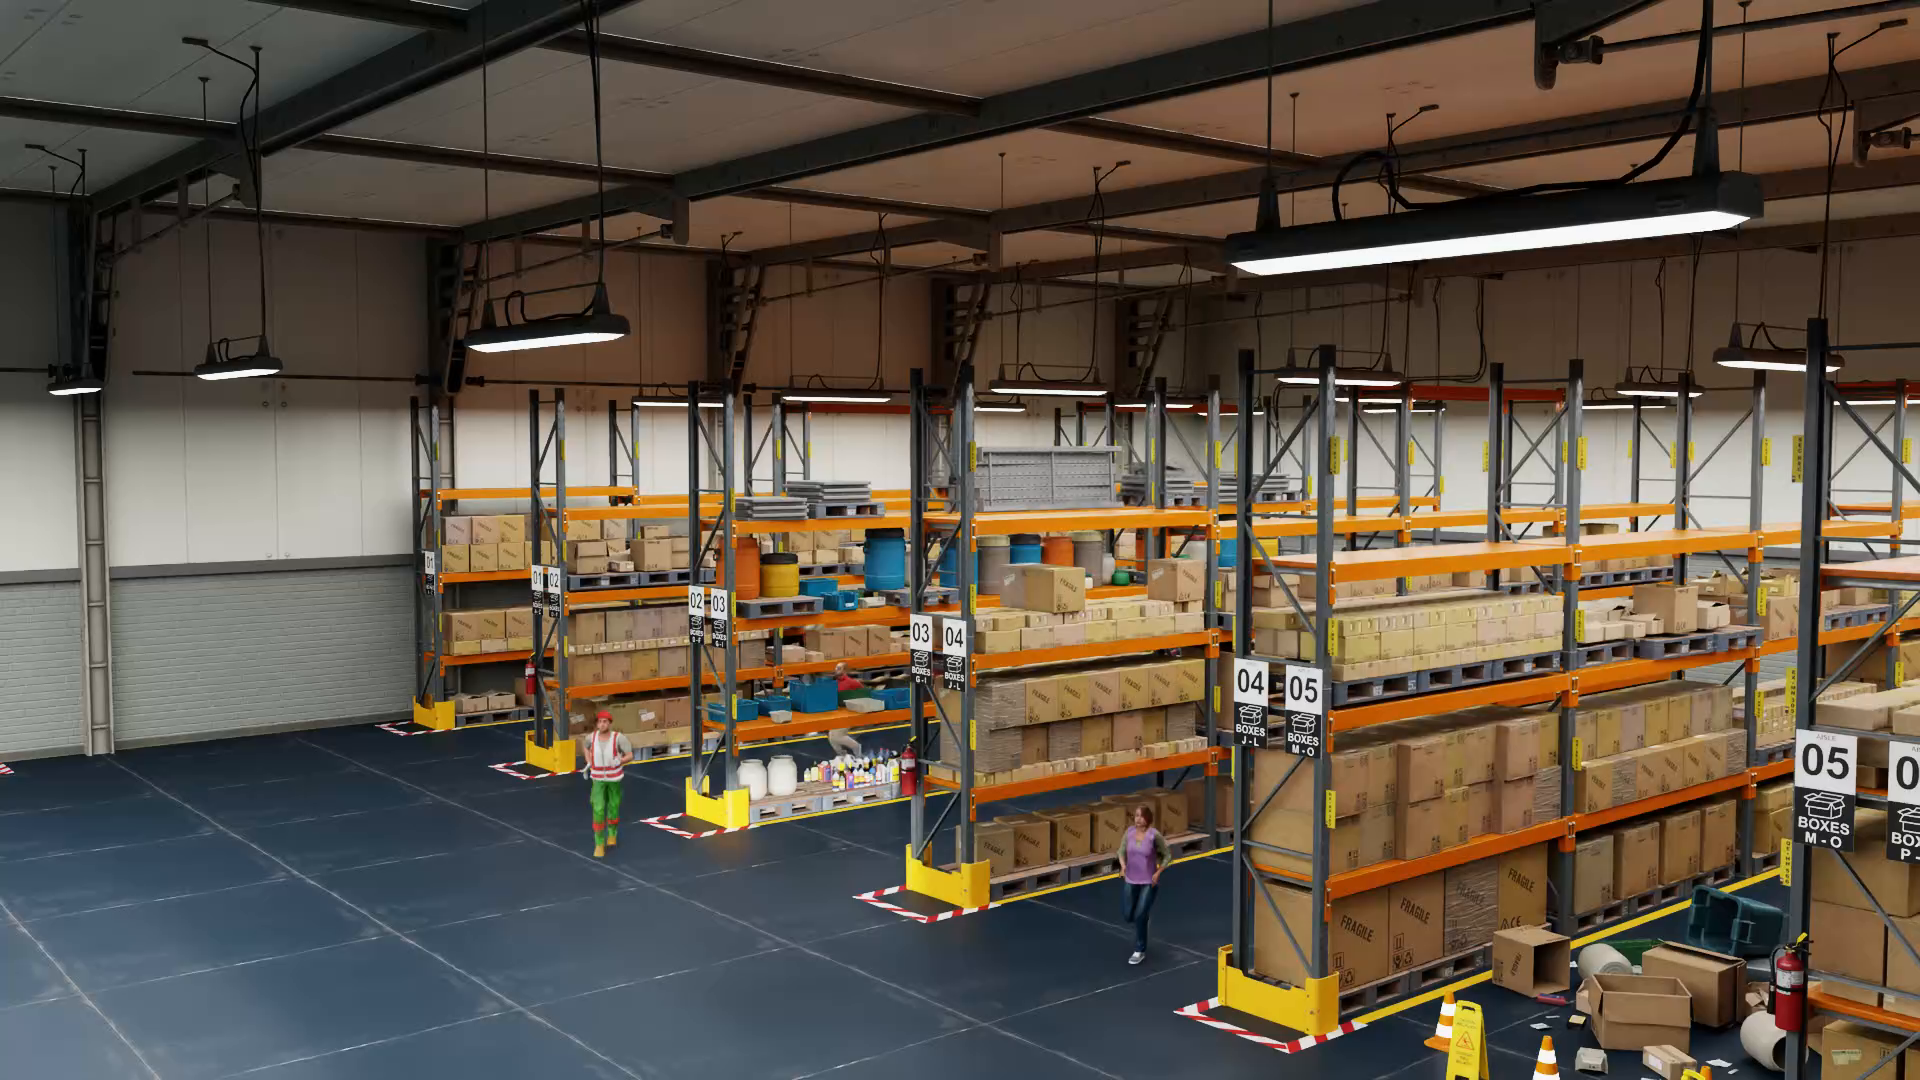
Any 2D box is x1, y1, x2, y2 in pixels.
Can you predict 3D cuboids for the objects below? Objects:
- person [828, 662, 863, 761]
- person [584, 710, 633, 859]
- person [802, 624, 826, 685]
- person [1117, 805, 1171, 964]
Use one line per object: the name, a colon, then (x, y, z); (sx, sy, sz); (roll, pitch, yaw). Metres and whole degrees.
person: (-1.910, 2.783, 26.308); (0.674, 1.692, 0.587); (3, 5, 42)
person: (-4.417, 3.045, 20.895); (0.632, 1.842, 0.785); (0, 3, -5)
person: (-2.876, 2.157, 32.539); (0.545, 1.779, 0.733); (2, 4, 35)
person: (1.827, 3.418, 16.606); (0.551, 1.542, 0.610); (1, 4, 24)
